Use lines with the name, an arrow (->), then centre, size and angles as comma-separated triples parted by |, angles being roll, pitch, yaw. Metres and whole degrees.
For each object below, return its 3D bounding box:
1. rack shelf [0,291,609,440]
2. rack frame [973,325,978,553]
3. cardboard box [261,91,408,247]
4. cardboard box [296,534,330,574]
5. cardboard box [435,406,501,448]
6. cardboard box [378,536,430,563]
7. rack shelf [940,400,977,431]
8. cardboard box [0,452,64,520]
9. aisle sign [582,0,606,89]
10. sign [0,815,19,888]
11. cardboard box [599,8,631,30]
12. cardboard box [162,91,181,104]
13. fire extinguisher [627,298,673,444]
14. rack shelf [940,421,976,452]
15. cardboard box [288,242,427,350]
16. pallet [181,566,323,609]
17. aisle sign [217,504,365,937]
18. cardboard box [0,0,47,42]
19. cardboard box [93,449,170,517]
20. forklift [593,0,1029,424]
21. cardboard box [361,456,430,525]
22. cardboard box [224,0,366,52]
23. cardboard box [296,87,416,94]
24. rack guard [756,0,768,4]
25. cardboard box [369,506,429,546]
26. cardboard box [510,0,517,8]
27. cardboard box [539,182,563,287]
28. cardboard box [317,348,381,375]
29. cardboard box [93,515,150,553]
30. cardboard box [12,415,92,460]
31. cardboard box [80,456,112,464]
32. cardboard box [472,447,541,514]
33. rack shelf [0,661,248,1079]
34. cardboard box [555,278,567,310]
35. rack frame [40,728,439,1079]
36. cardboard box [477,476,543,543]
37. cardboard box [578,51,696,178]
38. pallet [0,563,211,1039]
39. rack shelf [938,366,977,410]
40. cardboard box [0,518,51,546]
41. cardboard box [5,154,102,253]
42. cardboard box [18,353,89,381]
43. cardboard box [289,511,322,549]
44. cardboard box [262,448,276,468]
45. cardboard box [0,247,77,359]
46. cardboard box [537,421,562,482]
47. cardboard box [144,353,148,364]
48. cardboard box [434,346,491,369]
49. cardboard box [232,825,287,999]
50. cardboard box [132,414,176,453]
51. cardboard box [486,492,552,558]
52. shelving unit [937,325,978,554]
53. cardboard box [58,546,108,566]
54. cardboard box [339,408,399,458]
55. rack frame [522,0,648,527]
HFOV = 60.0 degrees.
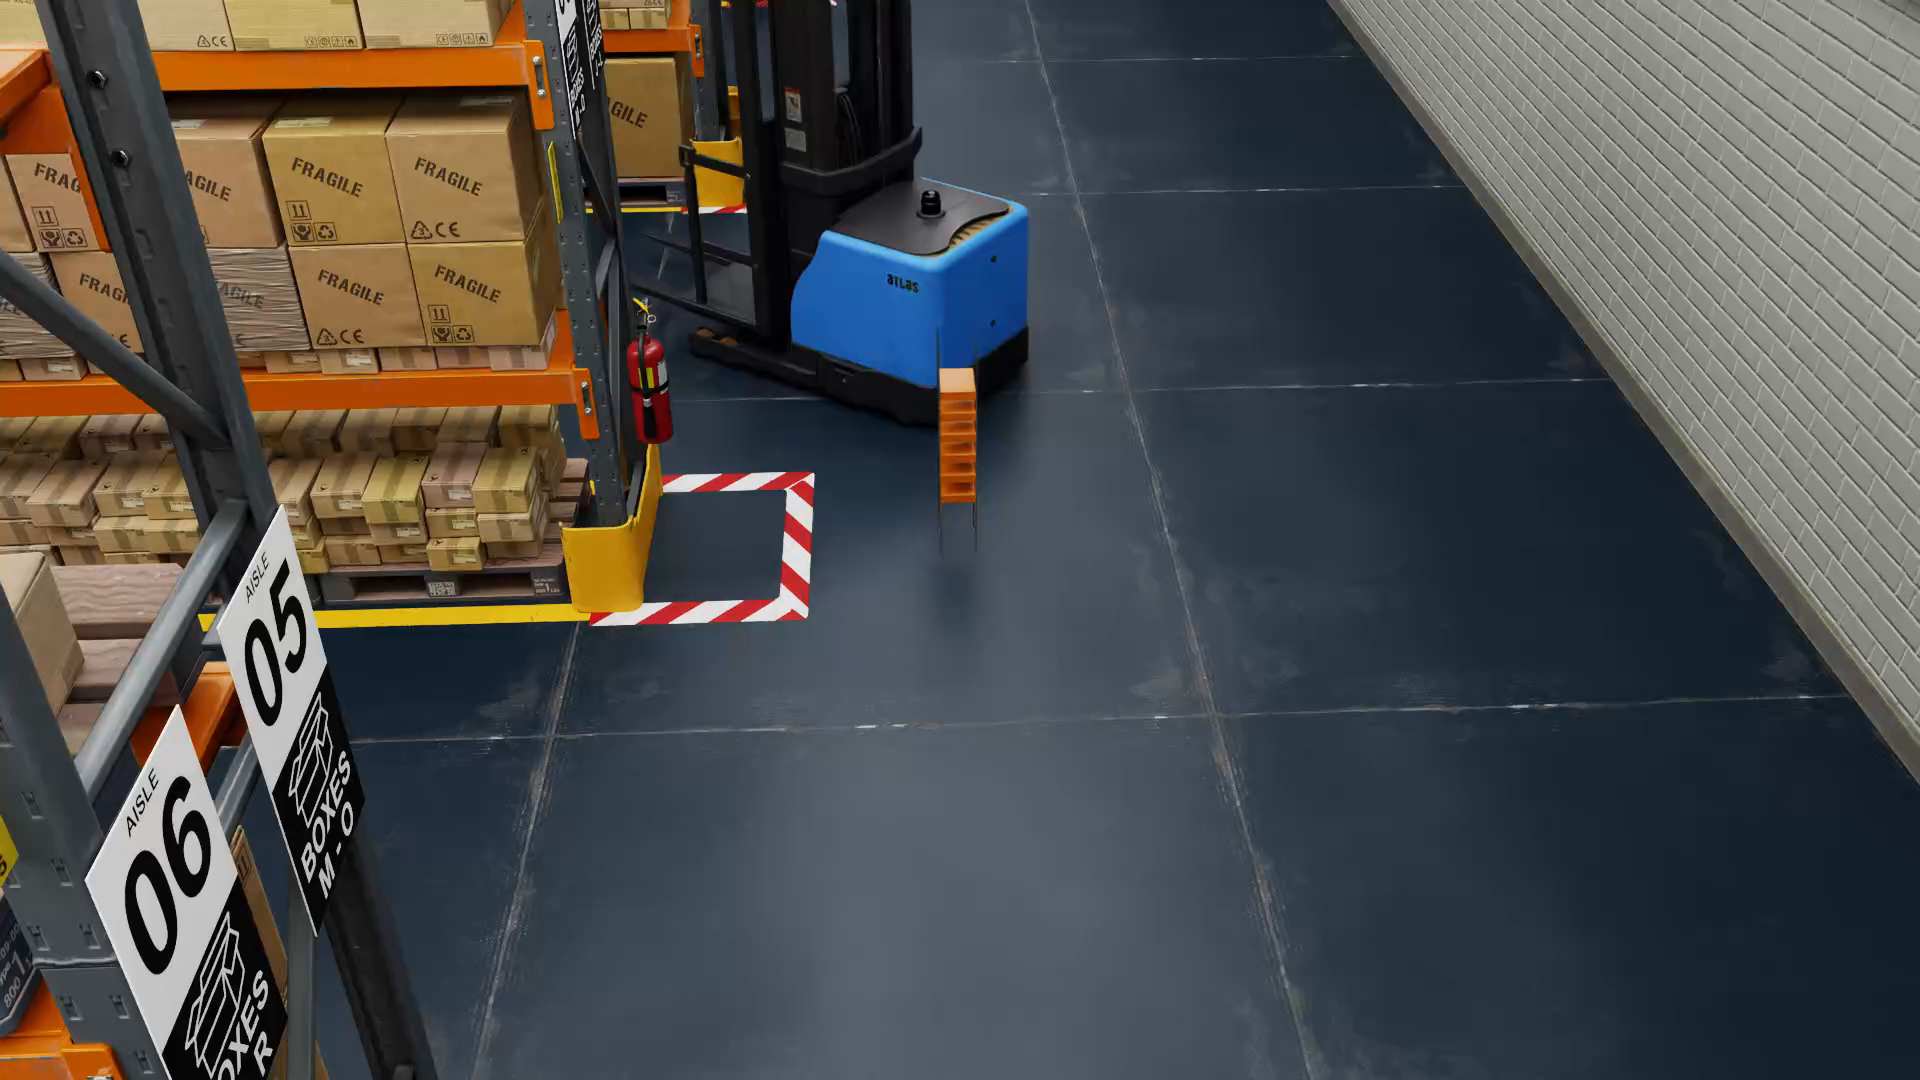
rack shelf -> -3.702, -0.859, 7.988 | 4.000, 0.370, 1.077 | -2, 35, -2
rack frame -> 0.077, -0.495, 8.412 | 0.006, 1.200, 0.240 | -2, 35, -2
cardboard box -> -2.656, -1.616, 7.222 | 0.500, 0.500, 0.500 | -3, 35, -4
cardboard box -> -3.238, 0.003, 8.247 | 0.250, 0.149, 0.380 | -3, 35, -4
cardboard box -> -2.513, -0.557, 8.533 | 0.250, 0.149, 0.380 | -1, 35, -1
cardboard box -> -2.740, -0.054, 8.328 | 0.250, 0.149, 0.380 | -2, 35, -2
rack shelf -> -0.014, -0.654, 8.297 | 0.180, 0.103, 0.258 | -2, 35, -2
cardboard box -> -4.558, -0.266, 8.112 | 0.250, 0.149, 0.380 | -2, 35, -3
aisle sign -> -1.645, -2.450, 7.370 | 0.004, 0.787, 0.394 | -2, 35, -2
sign -> -1.357, 0.346, 2.270 | 0.005, 0.325, 0.100 | -2, 35, -2
cardboard box -> -2.438, -3.723, 11.715 | 0.250, 0.149, 0.380 | -1, 35, -2
cardboard box -> -3.698, -1.888, 7.614 | 0.500, 0.500, 0.500 | -3, 35, -4
fire extinguisher -> -1.431, -0.768, 7.620 | 0.183, 0.674, 0.296 | -2, 35, -2
rack shelf -> -0.014, -0.555, 8.365 | 0.180, 0.103, 0.258 | -2, 35, -2
cardboard box -> -2.656, -1.203, 7.503 | 0.500, 0.500, 0.500 | -2, 35, -3
pallet -> -3.809, -0.027, 8.604 | 1.213, 0.211, 1.003 | -2, 35, -2
aisle sign -> -1.311, 0.366, 3.300 | 0.004, 0.787, 0.394 | -2, 35, -2
cardboard box -> -3.682, -2.169, 6.744 | 0.500, 0.250, 0.500 | 0, 35, 0
cardboard box -> -4.032, -0.281, 8.134 | 0.250, 0.149, 0.380 | -3, 35, -4
forklift -> -1.088, -2.519, 9.814 | 3.031, 2.935, 1.130 | 21, 40, 28
cardboard box -> -2.727, -0.242, 8.078 | 0.250, 0.149, 0.380 | -2, 35, -3
cardboard box -> -2.655, -2.200, 6.789 | 0.500, 0.250, 0.500 | -1, 35, -2
cardboard box -> -2.669, -1.905, 7.639 | 0.500, 0.500, 0.500 | -1, 35, -1
rack guard -> -2.049, -5.827, 16.730 | 0.348, 0.500, 1.175 | -2, 35, -2
cardboard box -> -2.737, -0.140, 8.192 | 0.250, 0.149, 0.380 | -3, 35, -4
cardboard box -> -2.165, -2.514, 7.243 | 0.500, 0.250, 0.500 | 0, 35, -1
cardboard box -> -2.166, -1.517, 7.957 | 0.500, 0.500, 0.500 | 0, 35, 0
cardboard box -> -2.770, -0.915, 7.658 | 0.250, 0.149, 0.380 | -1, 35, -1
cardboard box -> -4.032, -0.107, 8.144 | 0.250, 0.149, 0.380 | -2, 35, -3
cardboard box -> -4.592, -0.507, 8.460 | 0.250, 0.149, 0.380 | 0, 35, -1
cardboard box -> -4.355, -0.414, 8.587 | 0.250, 0.149, 0.380 | -1, 35, -1
cardboard box -> -2.221, -0.296, 8.155 | 0.250, 0.149, 0.380 | -1, 35, -2
rack shelf -> -3.367, 0.718, 3.072 | 4.000, 0.370, 1.077 | -2, 35, -2
cardboard box -> -2.043, -1.283, 8.189 | 0.250, 0.149, 0.380 | -2, 35, -3
rack frame -> -1.369, 1.602, 3.799 | 0.127, 3.000, 1.000 | -2, 35, -2
cardboard box -> -2.218, -0.155, 8.213 | 0.250, 0.149, 0.380 | -2, 35, -4
cardboard box -> -2.473, -3.267, 12.333 | 0.875, 0.875, 0.875 | -2, 35, -2
pallet -> -2.109, 0.431, 2.933 | 1.213, 0.211, 1.003 | -2, 35, -2
rack shelf -> -0.014, -0.752, 8.228 | 0.180, 0.103, 0.258 | -2, 35, -2
cardboard box -> -4.562, -0.142, 8.195 | 0.250, 0.149, 0.380 | -3, 35, -5
cardboard box -> -3.703, -1.581, 7.171 | 0.500, 0.500, 0.500 | -3, 35, -4
cardboard box -> -4.088, -0.883, 7.610 | 0.250, 0.149, 0.380 | 0, 35, 0
cardboard box -> -3.253, -0.119, 8.161 | 0.250, 0.149, 0.380 | -1, 35, -2
cardboard box -> -3.523, -0.288, 8.144 | 0.250, 0.149, 0.380 | -3, 35, -4
cardboard box -> -4.194, -1.145, 7.420 | 0.500, 0.500, 0.500 | -2, 35, -3
cardboard box -> -2.240, -0.464, 8.659 | 0.250, 0.149, 0.380 | 0, 35, 0
cardboard box -> -3.572, -0.935, 7.686 | 0.250, 0.149, 0.380 | -1, 35, -1
cardboard box -> -2.267, -0.951, 7.709 | 0.250, 0.149, 0.380 | -2, 35, -2
cardboard box -> -1.862, 1.001, 3.702 | 0.500, 0.500, 0.500 | -2, 35, -3
cardboard box -> -4.057, -0.581, 8.567 | 0.250, 0.149, 0.380 | -3, 35, -4
cardboard box -> -2.220, -0.077, 8.361 | 0.250, 0.149, 0.380 | -1, 35, -1
shelving unit -> -0.014, -0.493, 8.408 | 0.189, 1.200, 0.258 | -2, 35, -2
cardboard box -> -4.291, -0.035, 8.300 | 0.250, 0.149, 0.380 | -3, 35, -4
cardboard box -> -3.015, -0.570, 8.550 | 0.250, 0.149, 0.380 | -3, 35, -5
rack frame -> -1.704, -1.209, 7.861 | 0.127, 3.000, 1.000 | -2, 35, -2
